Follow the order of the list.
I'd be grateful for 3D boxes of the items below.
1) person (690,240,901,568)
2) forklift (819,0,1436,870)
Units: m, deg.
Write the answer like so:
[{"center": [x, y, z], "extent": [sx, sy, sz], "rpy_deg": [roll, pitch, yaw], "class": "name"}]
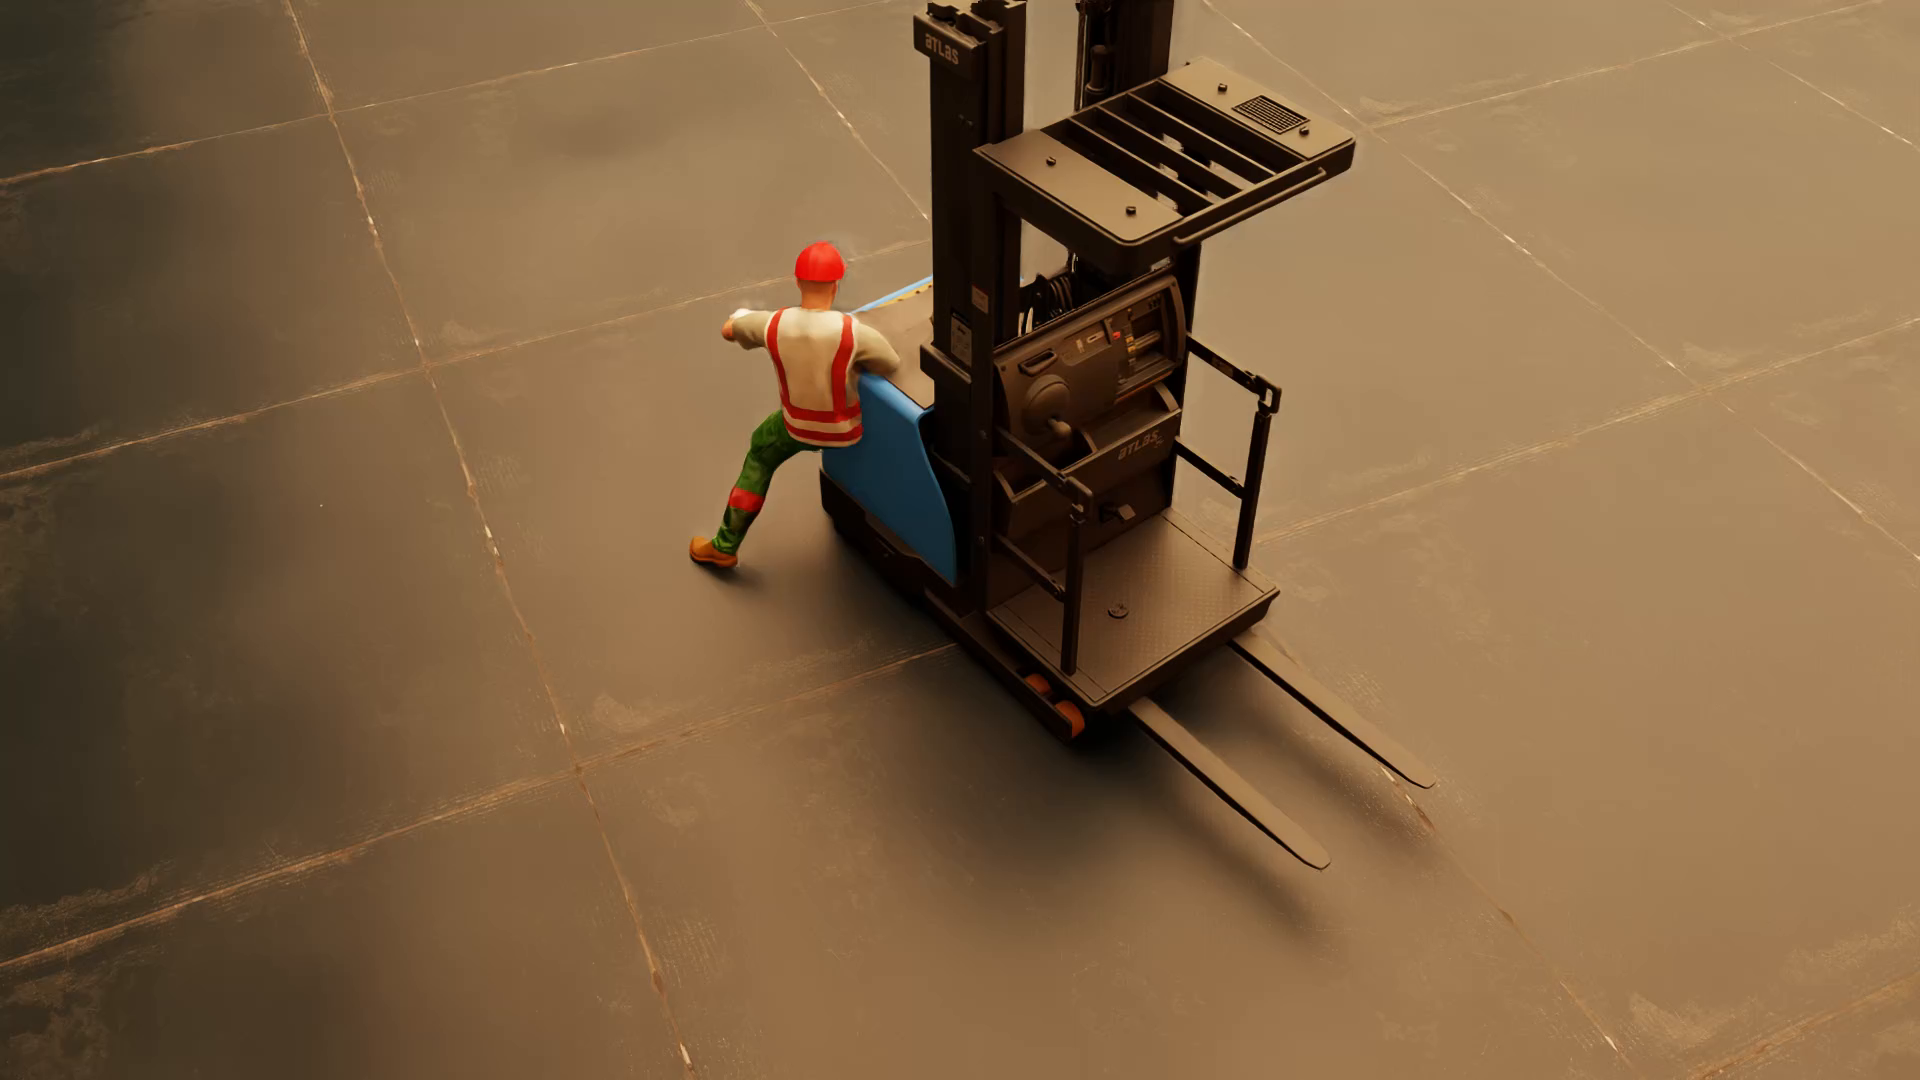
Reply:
[{"center": [-0.615, -0.677, 7.402], "extent": [1.158, 1.591, 1.004], "rpy_deg": [9, 44, 10], "class": "person"}, {"center": [0.656, -0.628, 6.354], "extent": [1.130, 2.935, 3.031], "rpy_deg": [-29, 50, -27], "class": "forklift"}]
